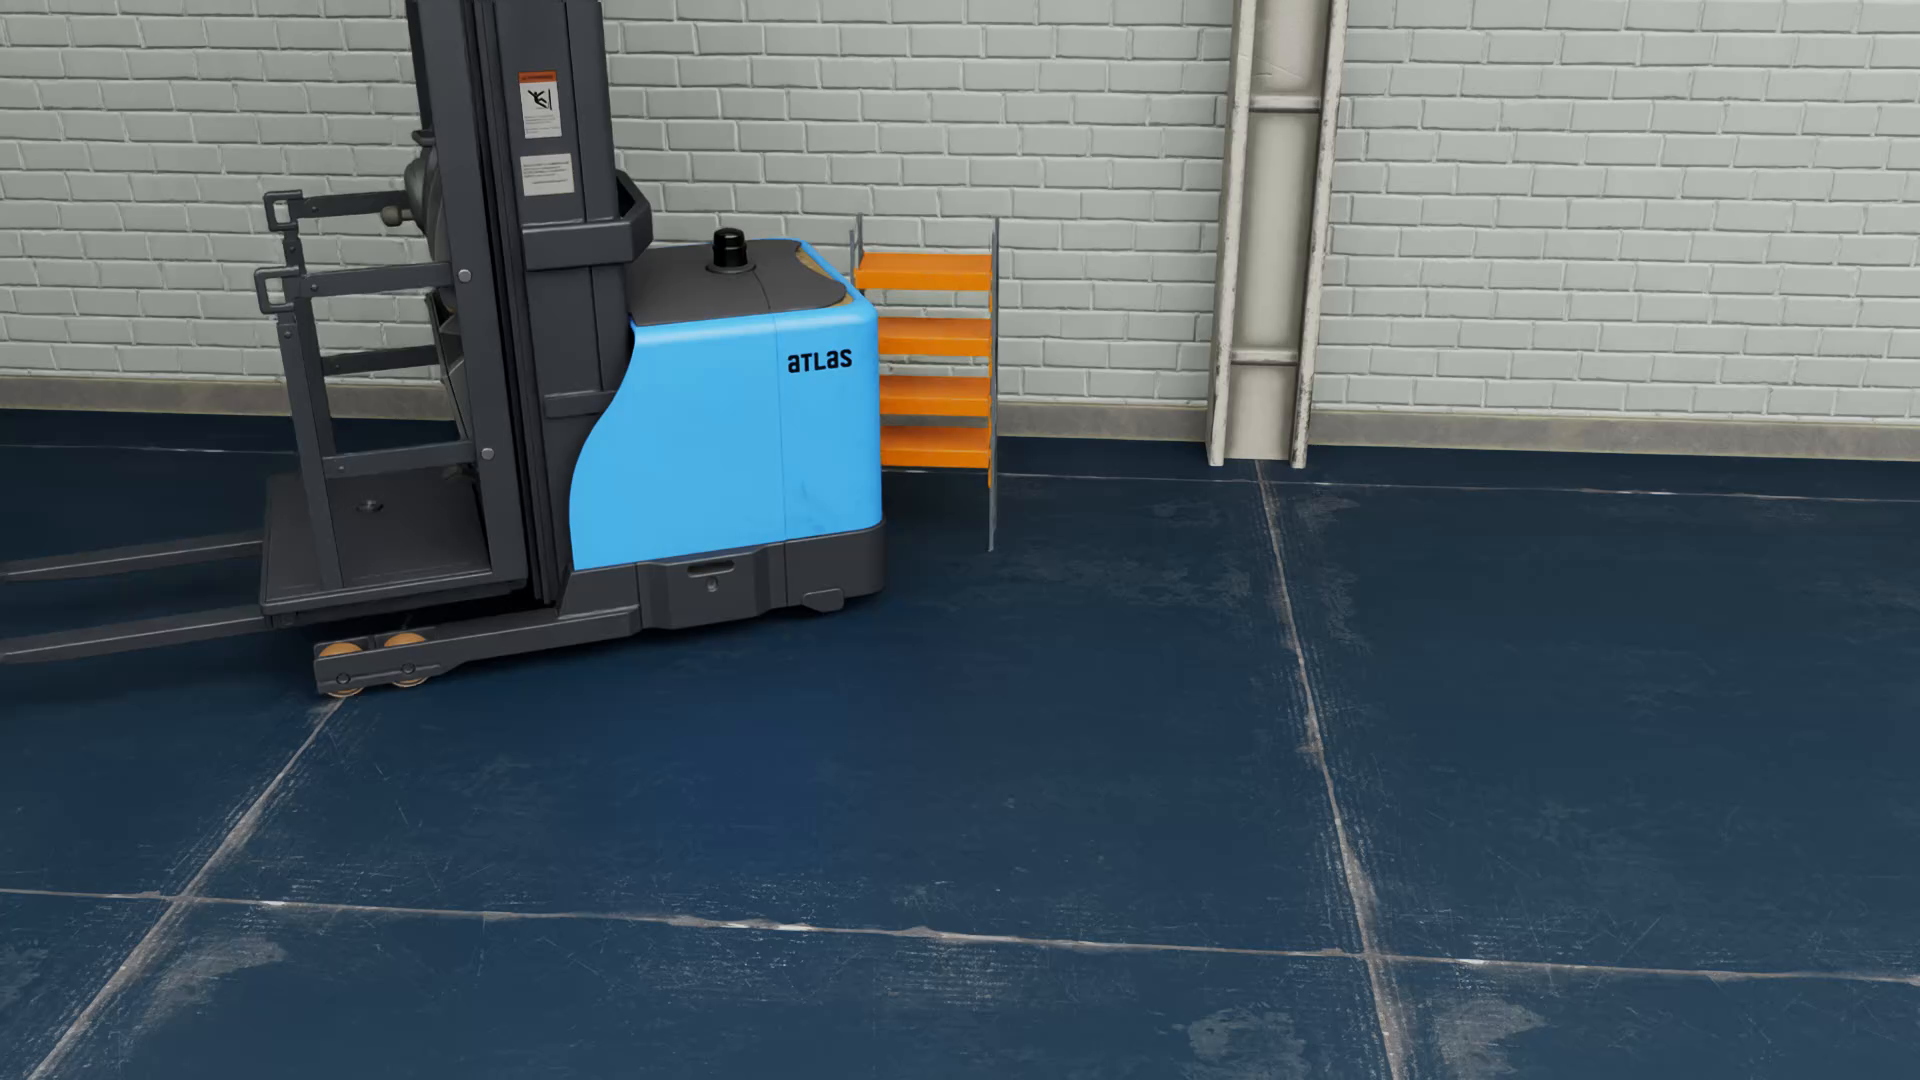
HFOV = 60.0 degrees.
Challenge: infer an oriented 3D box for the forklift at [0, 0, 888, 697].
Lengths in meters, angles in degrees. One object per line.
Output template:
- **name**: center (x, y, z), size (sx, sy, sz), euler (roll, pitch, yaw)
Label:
- **forklift**: center (-1.825, -1.090, 5.112), size (3.031, 2.935, 1.130), euler (-8, 26, -18)

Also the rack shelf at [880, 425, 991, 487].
- **rack shelf**: center (-0.120, -0.316, 6.138), size (0.480, 0.148, 0.258), euler (2, 25, 4)

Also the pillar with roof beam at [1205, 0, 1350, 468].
- **pillar with roof beam**: center (0.918, -2.662, 1.269), size (0.400, 9.000, 9.100), euler (2, 25, 4)

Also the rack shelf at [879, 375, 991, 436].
- **rack shelf**: center (-0.120, -0.497, 6.055), size (0.480, 0.148, 0.258), euler (2, 25, 4)

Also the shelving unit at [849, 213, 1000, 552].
- **shelving unit**: center (-0.120, -0.558, 6.027), size (0.503, 1.200, 0.258), euler (2, 25, 4)

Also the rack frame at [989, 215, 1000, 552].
- **rack frame**: center (0.124, -0.551, 6.012), size (0.015, 1.200, 0.240), euler (2, 25, 4)

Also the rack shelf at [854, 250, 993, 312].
- **rack shelf**: center (-0.120, -0.915, 5.863), size (0.480, 0.148, 0.258), euler (2, 25, 4)

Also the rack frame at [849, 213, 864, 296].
- **rack frame**: center (-0.363, -0.565, 6.042), size (0.015, 1.200, 0.240), euler (2, 25, 4)

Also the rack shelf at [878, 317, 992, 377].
- **rack shelf**: center (-0.120, -0.700, 5.962), size (0.480, 0.148, 0.258), euler (2, 25, 4)
